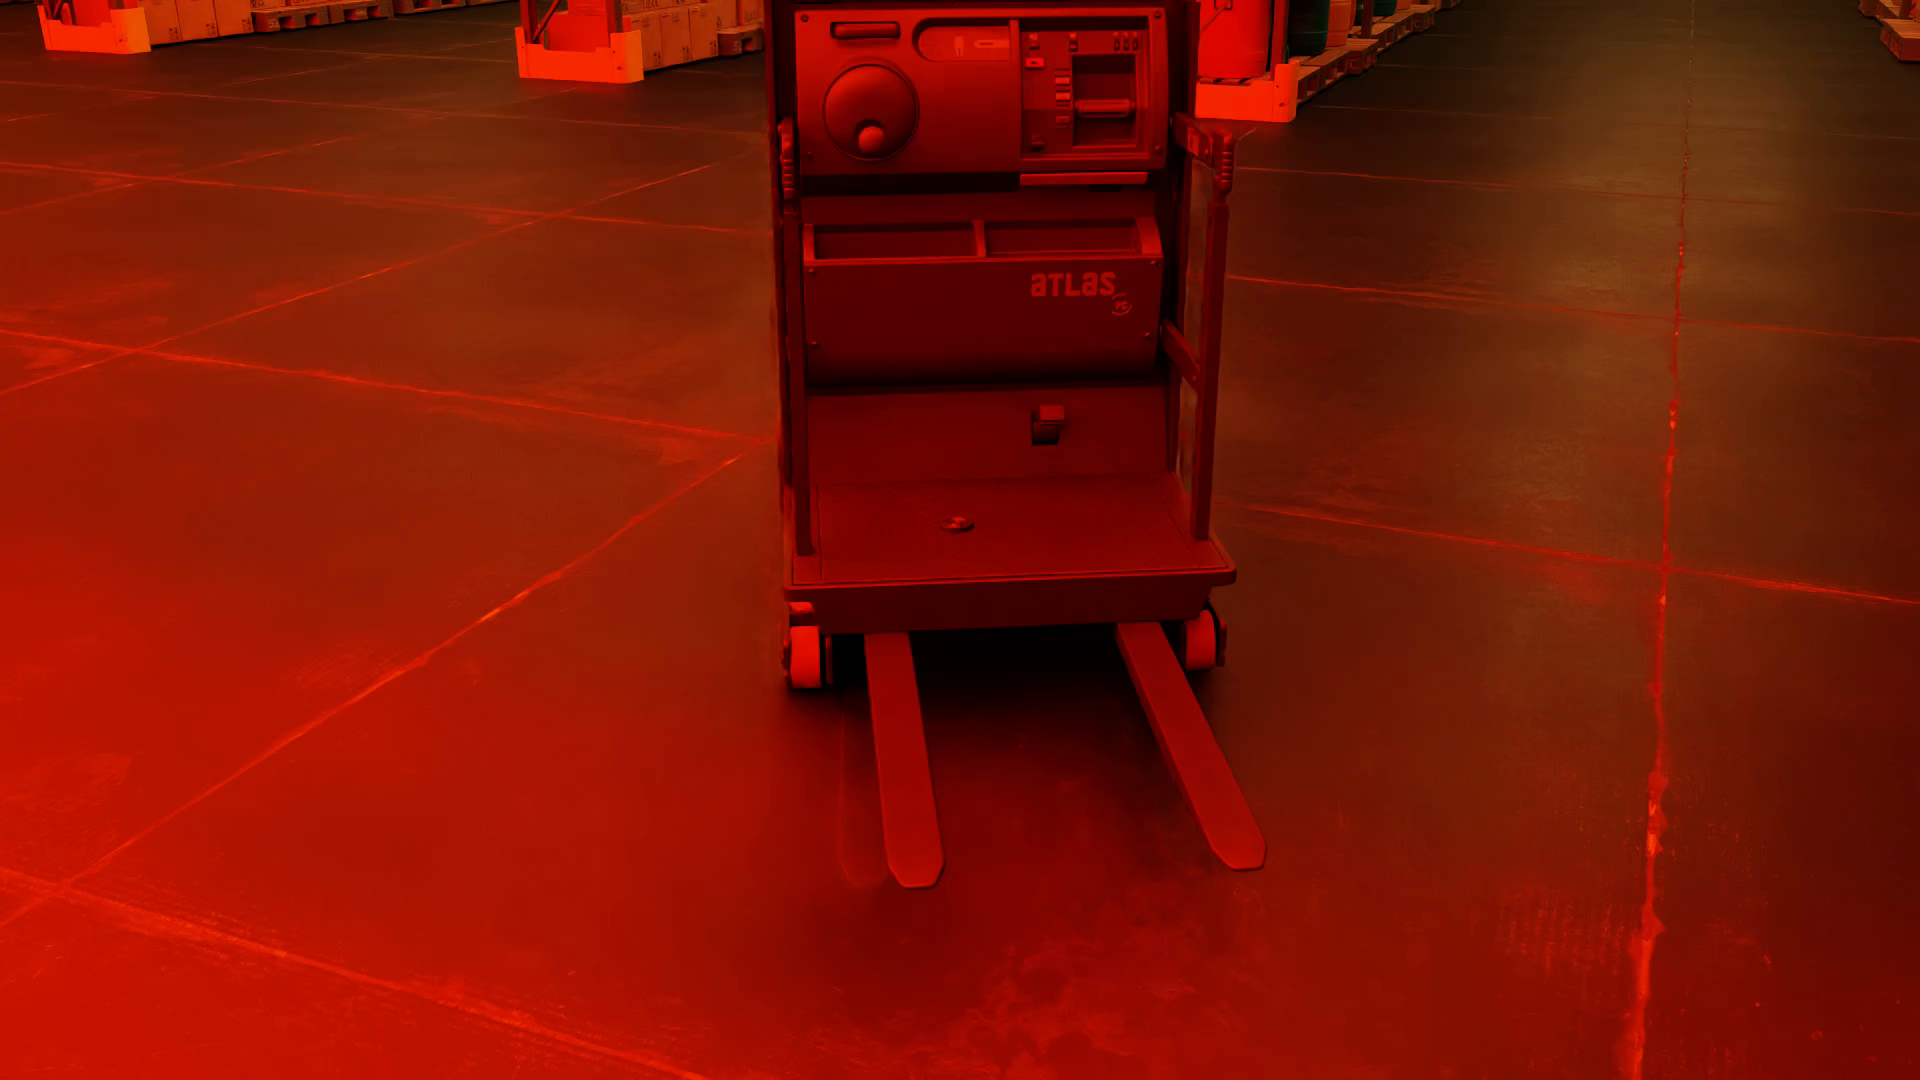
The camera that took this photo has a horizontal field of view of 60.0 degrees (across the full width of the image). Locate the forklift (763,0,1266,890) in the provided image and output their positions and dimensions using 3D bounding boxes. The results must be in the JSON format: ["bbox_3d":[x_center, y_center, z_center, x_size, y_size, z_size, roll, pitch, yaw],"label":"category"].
[{"bbox_3d":[0.081,-1.111,3.951,1.130,2.935,3.031,-2,23,-5],"label":"forklift"}]
